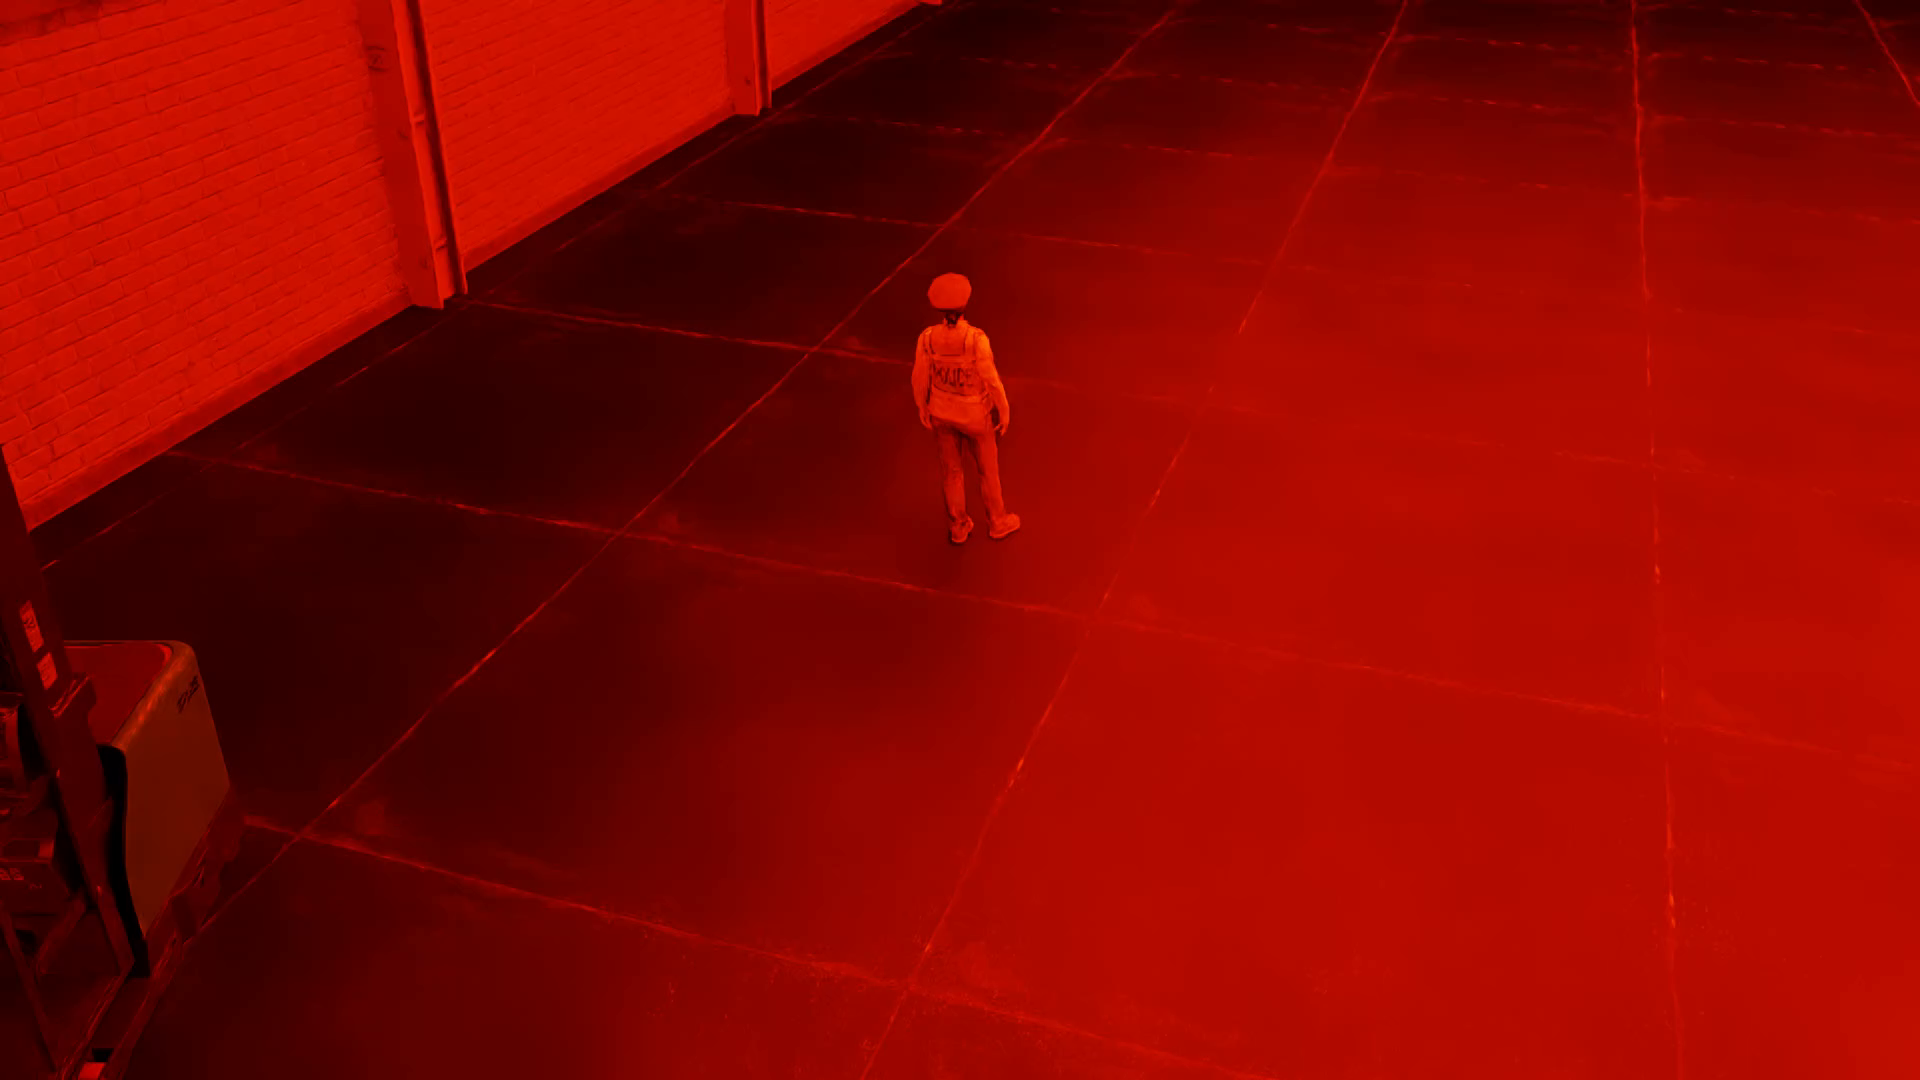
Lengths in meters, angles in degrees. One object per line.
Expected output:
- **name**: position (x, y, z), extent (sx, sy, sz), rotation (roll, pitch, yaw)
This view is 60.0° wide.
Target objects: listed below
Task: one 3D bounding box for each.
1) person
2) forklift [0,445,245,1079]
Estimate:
- **person**: position (0.029, -0.773, 9.726), extent (0.586, 1.695, 0.533), rotation (10, 31, 16)
- **forklift**: position (-3.778, 0.821, 5.696), extent (1.130, 2.935, 3.031), rotation (-1, 30, -1)
